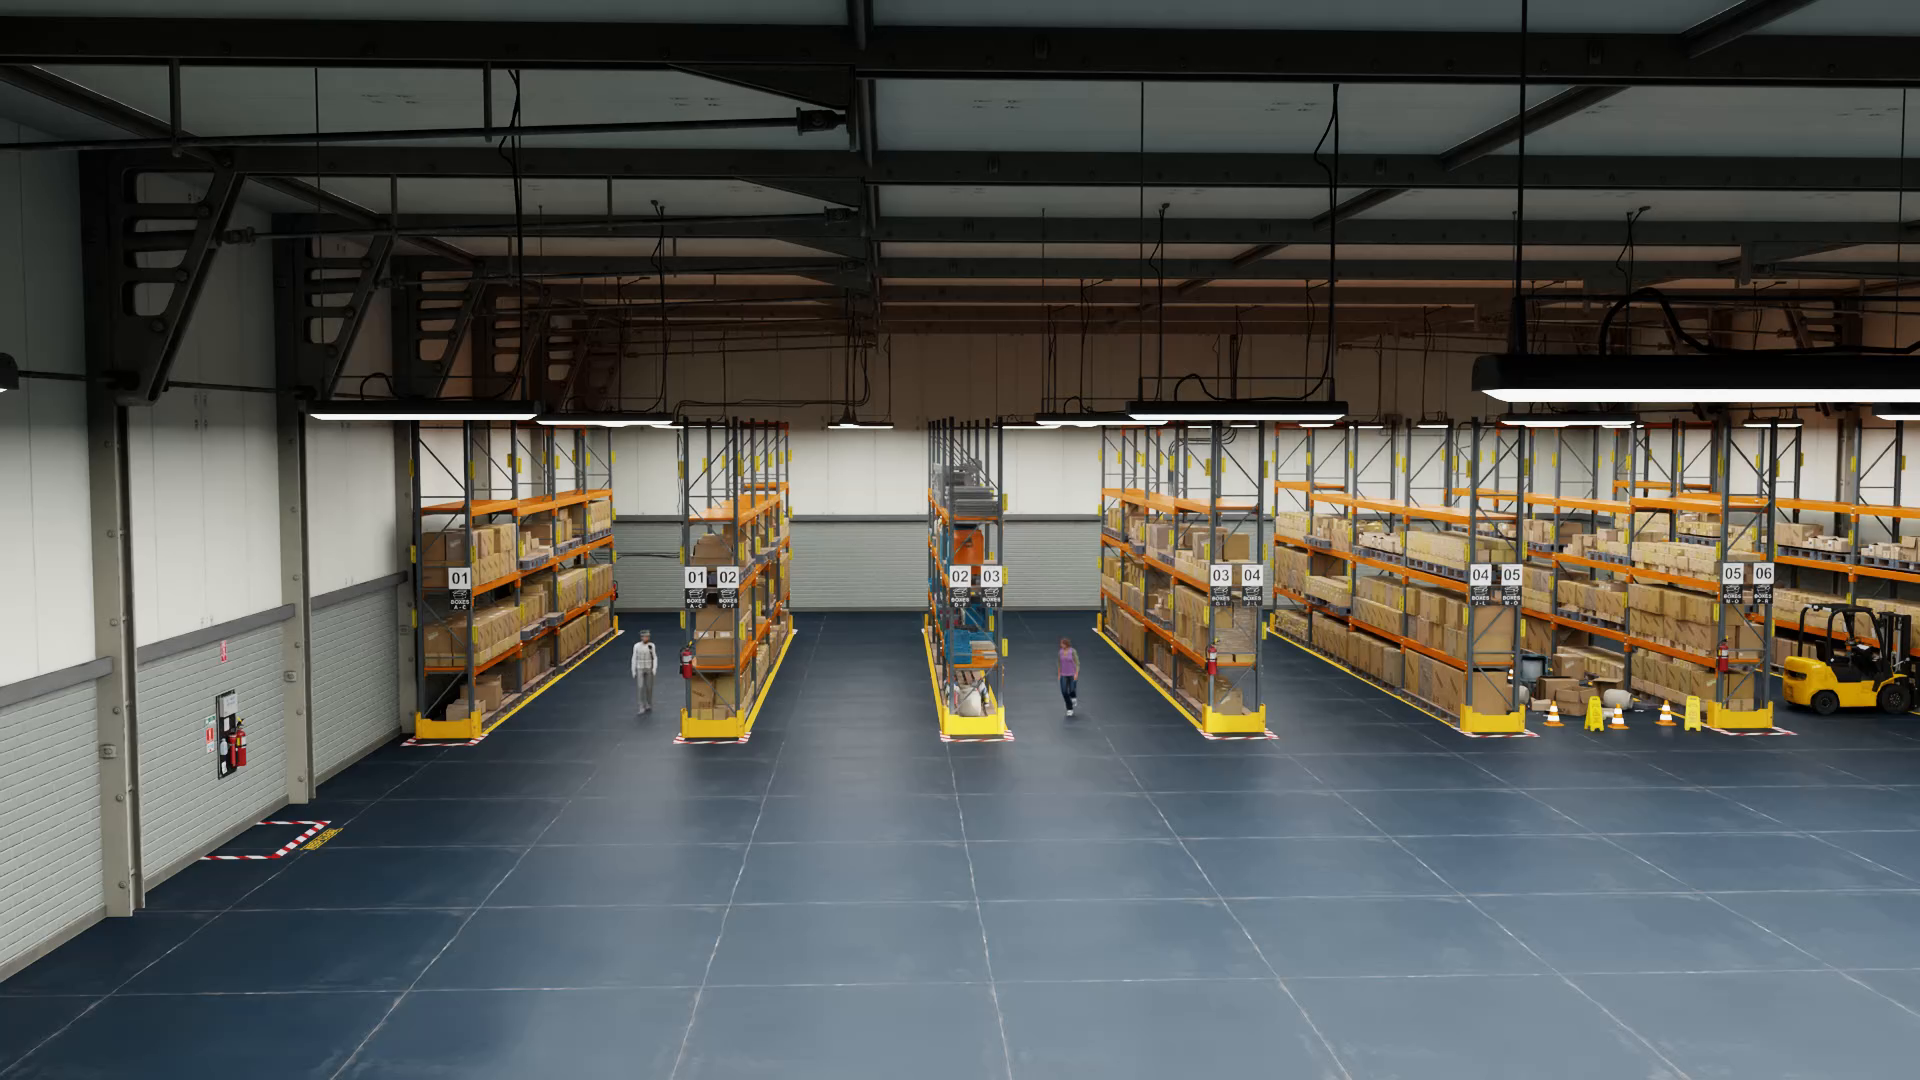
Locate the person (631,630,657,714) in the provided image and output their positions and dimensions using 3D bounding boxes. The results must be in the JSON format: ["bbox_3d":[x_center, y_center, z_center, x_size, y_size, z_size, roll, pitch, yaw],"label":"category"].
[{"bbox_3d":[-6.428,2.692,33.989,0.519,1.677,0.756,-1,4,-17],"label":"person"}]

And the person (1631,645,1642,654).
[{"bbox_3d":[16.616,2.290,40.840,0.517,1.553,0.737,-1,4,-11],"label":"person"}]

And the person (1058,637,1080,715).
[{"bbox_3d":[2.208,2.749,33.729,0.481,1.570,0.491,2,4,23],"label":"person"}]

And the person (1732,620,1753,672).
[{"bbox_3d":[17.090,2.538,36.257,0.658,1.654,0.766,0,4,-2],"label":"person"}]
